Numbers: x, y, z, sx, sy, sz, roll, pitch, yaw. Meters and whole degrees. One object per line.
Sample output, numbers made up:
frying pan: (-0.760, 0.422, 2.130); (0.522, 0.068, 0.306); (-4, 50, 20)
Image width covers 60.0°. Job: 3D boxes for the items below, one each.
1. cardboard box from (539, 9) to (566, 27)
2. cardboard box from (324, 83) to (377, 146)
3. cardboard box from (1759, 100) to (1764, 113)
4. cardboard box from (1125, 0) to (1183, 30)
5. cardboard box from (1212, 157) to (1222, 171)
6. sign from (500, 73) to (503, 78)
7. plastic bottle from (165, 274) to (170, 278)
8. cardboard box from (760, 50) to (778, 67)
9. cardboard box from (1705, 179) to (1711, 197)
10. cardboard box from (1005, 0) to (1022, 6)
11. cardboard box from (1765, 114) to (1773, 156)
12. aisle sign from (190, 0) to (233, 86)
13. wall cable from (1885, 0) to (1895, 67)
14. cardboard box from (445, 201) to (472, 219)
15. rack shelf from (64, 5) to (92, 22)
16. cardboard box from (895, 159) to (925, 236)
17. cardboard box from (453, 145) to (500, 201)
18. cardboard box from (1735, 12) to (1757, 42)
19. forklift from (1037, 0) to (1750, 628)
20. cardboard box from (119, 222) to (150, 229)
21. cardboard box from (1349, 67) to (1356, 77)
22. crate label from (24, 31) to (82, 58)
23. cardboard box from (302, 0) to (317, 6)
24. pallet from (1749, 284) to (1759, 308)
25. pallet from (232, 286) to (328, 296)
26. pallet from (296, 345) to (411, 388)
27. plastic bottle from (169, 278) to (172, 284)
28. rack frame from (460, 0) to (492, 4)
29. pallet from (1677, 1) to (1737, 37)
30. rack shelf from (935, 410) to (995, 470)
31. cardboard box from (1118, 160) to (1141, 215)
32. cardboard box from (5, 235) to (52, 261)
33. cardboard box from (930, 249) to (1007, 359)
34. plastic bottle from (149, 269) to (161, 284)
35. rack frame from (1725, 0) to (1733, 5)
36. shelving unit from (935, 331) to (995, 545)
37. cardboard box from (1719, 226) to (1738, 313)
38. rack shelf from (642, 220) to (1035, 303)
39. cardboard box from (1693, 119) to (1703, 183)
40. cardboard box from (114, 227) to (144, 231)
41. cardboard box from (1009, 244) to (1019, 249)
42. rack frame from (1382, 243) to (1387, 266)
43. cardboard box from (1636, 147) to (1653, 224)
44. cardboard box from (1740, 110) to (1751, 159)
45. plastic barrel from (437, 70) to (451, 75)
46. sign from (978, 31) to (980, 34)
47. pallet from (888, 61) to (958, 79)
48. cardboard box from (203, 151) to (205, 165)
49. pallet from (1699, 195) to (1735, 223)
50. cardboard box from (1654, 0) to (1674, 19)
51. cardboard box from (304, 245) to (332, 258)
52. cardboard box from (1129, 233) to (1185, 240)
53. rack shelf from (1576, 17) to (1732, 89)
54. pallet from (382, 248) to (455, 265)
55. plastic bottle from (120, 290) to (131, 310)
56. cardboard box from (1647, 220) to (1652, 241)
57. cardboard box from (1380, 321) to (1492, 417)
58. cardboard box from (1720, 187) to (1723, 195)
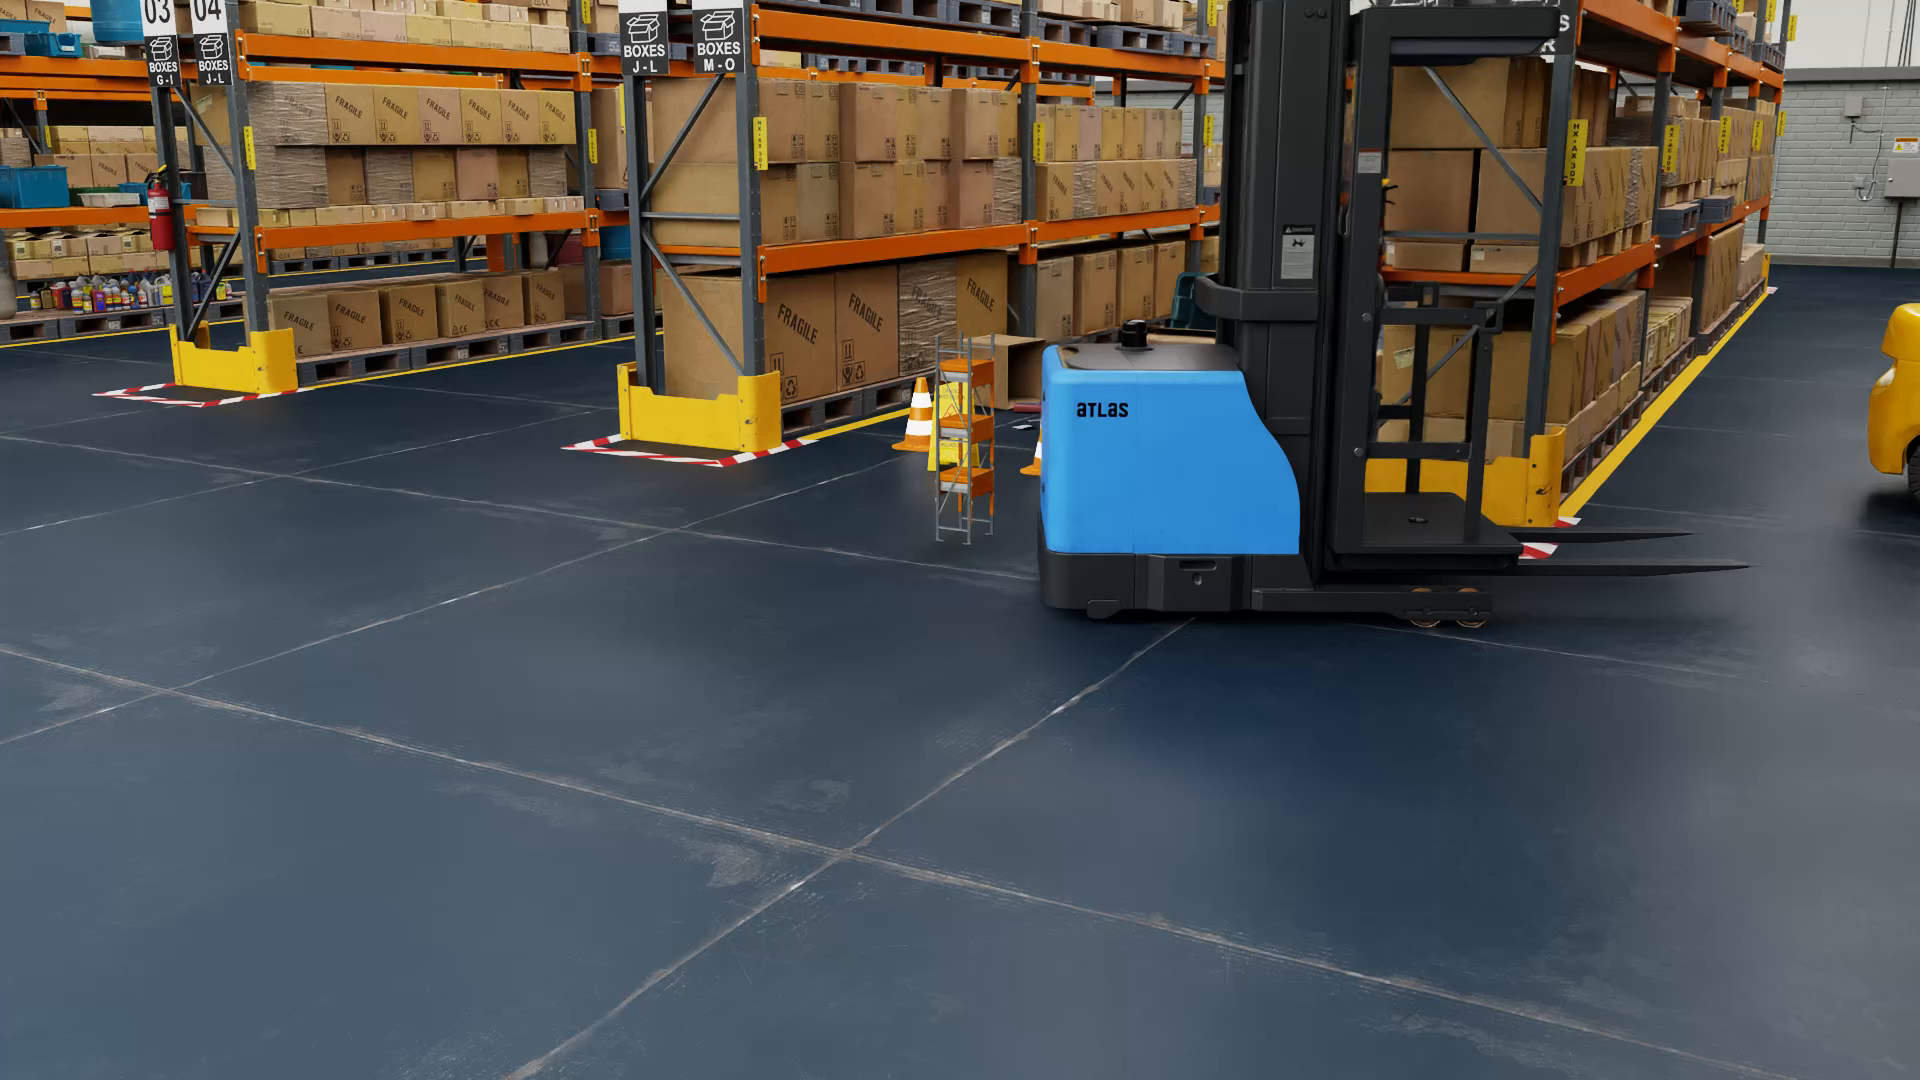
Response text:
cardboard box: (-4.020, -5.017, 16.011); (0.380, 0.149, 0.250); (8, 16, 30)
cardboard box: (-5.297, -3.579, 13.998); (0.500, 0.500, 0.500); (7, 15, 28)
cardboard box: (9.331, -5.148, 19.755); (0.380, 0.149, 0.250); (7, 15, 26)
cardboard box: (1.869, -5.194, 16.359); (0.500, 0.311, 0.500); (7, 15, 28)
cardboard box: (2.650, -4.134, 18.285); (0.380, 0.149, 0.250); (8, 16, 31)
sign: (-6.033, -6.265, 21.944); (0.100, 0.325, 0.005); (7, 15, 28)
plastic bottle: (-9.121, -2.903, 19.046); (0.152, 0.276, 0.135); (8, 16, 30)
cardboard box: (-2.425, -5.514, 18.926); (0.500, 0.250, 0.500); (7, 15, 28)
cardboard box: (6.392, -3.103, 14.644); (0.380, 0.149, 0.250); (7, 15, 28)
cardboard box: (0.281, -4.432, 13.544); (0.380, 0.149, 0.250); (7, 15, 28)
cardboard box: (9.867, -5.073, 20.830); (0.500, 0.500, 0.500); (7, 15, 28)
aisle sign: (-5.817, -3.933, 12.902); (0.394, 0.787, 0.004); (7, 15, 28)
wall cable: (13.521, -8.906, 26.273); (2.355, 3.000, 0.029); (7, 15, 28)
cardboard box: (-4.700, -3.031, 15.243); (0.380, 0.149, 0.250); (7, 15, 28)
rack shelf: (-14.223, -8.824, 28.322); (1.077, 0.370, 4.000); (7, 15, 28)
cardboard box: (-0.769, -2.617, 12.669); (0.875, 0.550, 0.500); (7, 15, 28)
cardboard box: (-4.813, -3.432, 15.522); (0.875, 0.500, 0.500); (7, 15, 28)
cardboard box: (8.185, -5.470, 17.716); (0.500, 0.311, 0.500); (7, 15, 28)
forklift: (1.878, -1.181, 7.177); (3.031, 2.935, 1.130); (0, 14, 1)
cardboard box: (-14.291, -5.515, 28.701); (0.750, 0.750, 0.750); (7, 15, 28)
cardboard box: (5.003, -6.254, 21.996); (0.500, 0.250, 0.500); (8, 16, 30)
crate label: (-9.191, -5.010, 16.831); (0.502, 0.251, 0.408); (7, 15, 28)
cardboard box: (-5.489, -4.434, 13.593); (0.380, 0.149, 0.250); (7, 15, 27)
pallet: (9.452, -3.098, 20.934); (1.003, 0.211, 1.213); (7, 15, 28)
pallet: (-8.106, -2.908, 20.145); (1.003, 0.211, 1.213); (7, 15, 28)
pallet: (-5.589, -1.539, 14.466); (1.003, 0.211, 1.213); (7, 15, 28)
plastic bottle: (-8.745, -2.795, 18.601); (0.152, 0.276, 0.135); (7, 15, 28)
rack frame: (-6.518, -7.835, 21.833); (1.000, 3.000, 0.127); (7, 15, 28)
pallet: (5.450, -4.109, 13.177); (1.213, 0.211, 1.003); (7, 15, 28)
rack shelf: (0.026, -0.511, 8.459); (0.215, 0.259, 0.240); (7, 15, 28)
cardboard box: (1.400, -3.390, 15.983); (0.500, 0.500, 0.500); (8, 16, 29)
cardboard box: (-12.368, -3.857, 21.905); (0.500, 0.311, 0.500); (7, 15, 28)
cardboard box: (-0.188, -2.004, 14.084); (0.875, 0.875, 0.875); (8, 16, 29)
plastic bottle: (-9.079, -2.889, 18.831); (0.144, 0.351, 0.185); (7, 15, 28)
rack frame: (6.493, -6.151, 14.848); (1.000, 3.000, 0.127); (7, 15, 28)
shelving unit: (0.026, -0.521, 8.456); (0.215, 1.050, 0.252); (7, 15, 28)
cardboard box: (7.767, -2.904, 17.817); (0.875, 0.875, 0.875); (8, 16, 30)
rack shelf: (-0.789, -2.194, 12.769); (1.077, 0.370, 4.000); (7, 15, 28)
cardboard box: (5.769, -3.184, 13.598); (0.500, 0.500, 0.500); (7, 15, 26)
cardboard box: (-11.857, -4.333, 23.882); (0.500, 0.311, 0.500); (7, 15, 27)
cardboard box: (0.576, -4.660, 25.102); (0.875, 0.875, 0.875); (7, 15, 28)
rack frame: (5.979, -5.416, 24.599); (1.000, 3.000, 0.127); (7, 15, 28)
cardboard box: (4.320, -2.382, 11.164); (0.500, 0.500, 0.500); (8, 16, 30)
cardboard box: (8.187, -4.363, 17.884); (0.500, 0.500, 0.500); (8, 16, 29)
plastic barrel: (-6.936, -6.402, 22.051); (0.421, 0.512, 0.421); (0, 14, 0)
sign: (0.232, -6.981, 22.916); (0.100, 0.325, 0.005); (7, 15, 28)
pallet: (-0.648, -6.350, 22.480); (0.805, 0.209, 1.217); (7, 15, 26)
cardboard box: (-13.497, -6.836, 29.597); (0.500, 0.500, 0.500); (8, 15, 28)
pallet: (6.242, -2.983, 14.917); (1.213, 0.211, 1.003); (7, 15, 28)
cardboard box: (4.674, -3.651, 11.412); (0.380, 0.149, 0.250); (7, 15, 28)
cardboard box: (-10.133, -4.648, 25.809); (0.500, 0.500, 0.500); (7, 15, 26)
cardboard box: (2.212, -3.298, 18.652); (0.500, 0.250, 0.500); (7, 15, 27)
rack shelf: (5.526, -3.933, 13.581); (1.077, 0.370, 4.000); (7, 15, 28)
pallet: (-9.278, -4.774, 27.888); (1.003, 0.211, 1.213); (7, 15, 28)
plastic bottle: (-8.974, -2.579, 17.862); (0.097, 0.201, 0.097); (0, 14, 0)
cardboard box: (4.671, -2.191, 11.759); (0.380, 0.149, 0.250); (7, 15, 27)
cardboard box: (2.785, -1.019, 9.732); (0.500, 0.500, 0.500); (7, 15, 28)
cardboard box: (7.183, -3.341, 16.312); (0.500, 0.250, 0.500); (7, 15, 26)
